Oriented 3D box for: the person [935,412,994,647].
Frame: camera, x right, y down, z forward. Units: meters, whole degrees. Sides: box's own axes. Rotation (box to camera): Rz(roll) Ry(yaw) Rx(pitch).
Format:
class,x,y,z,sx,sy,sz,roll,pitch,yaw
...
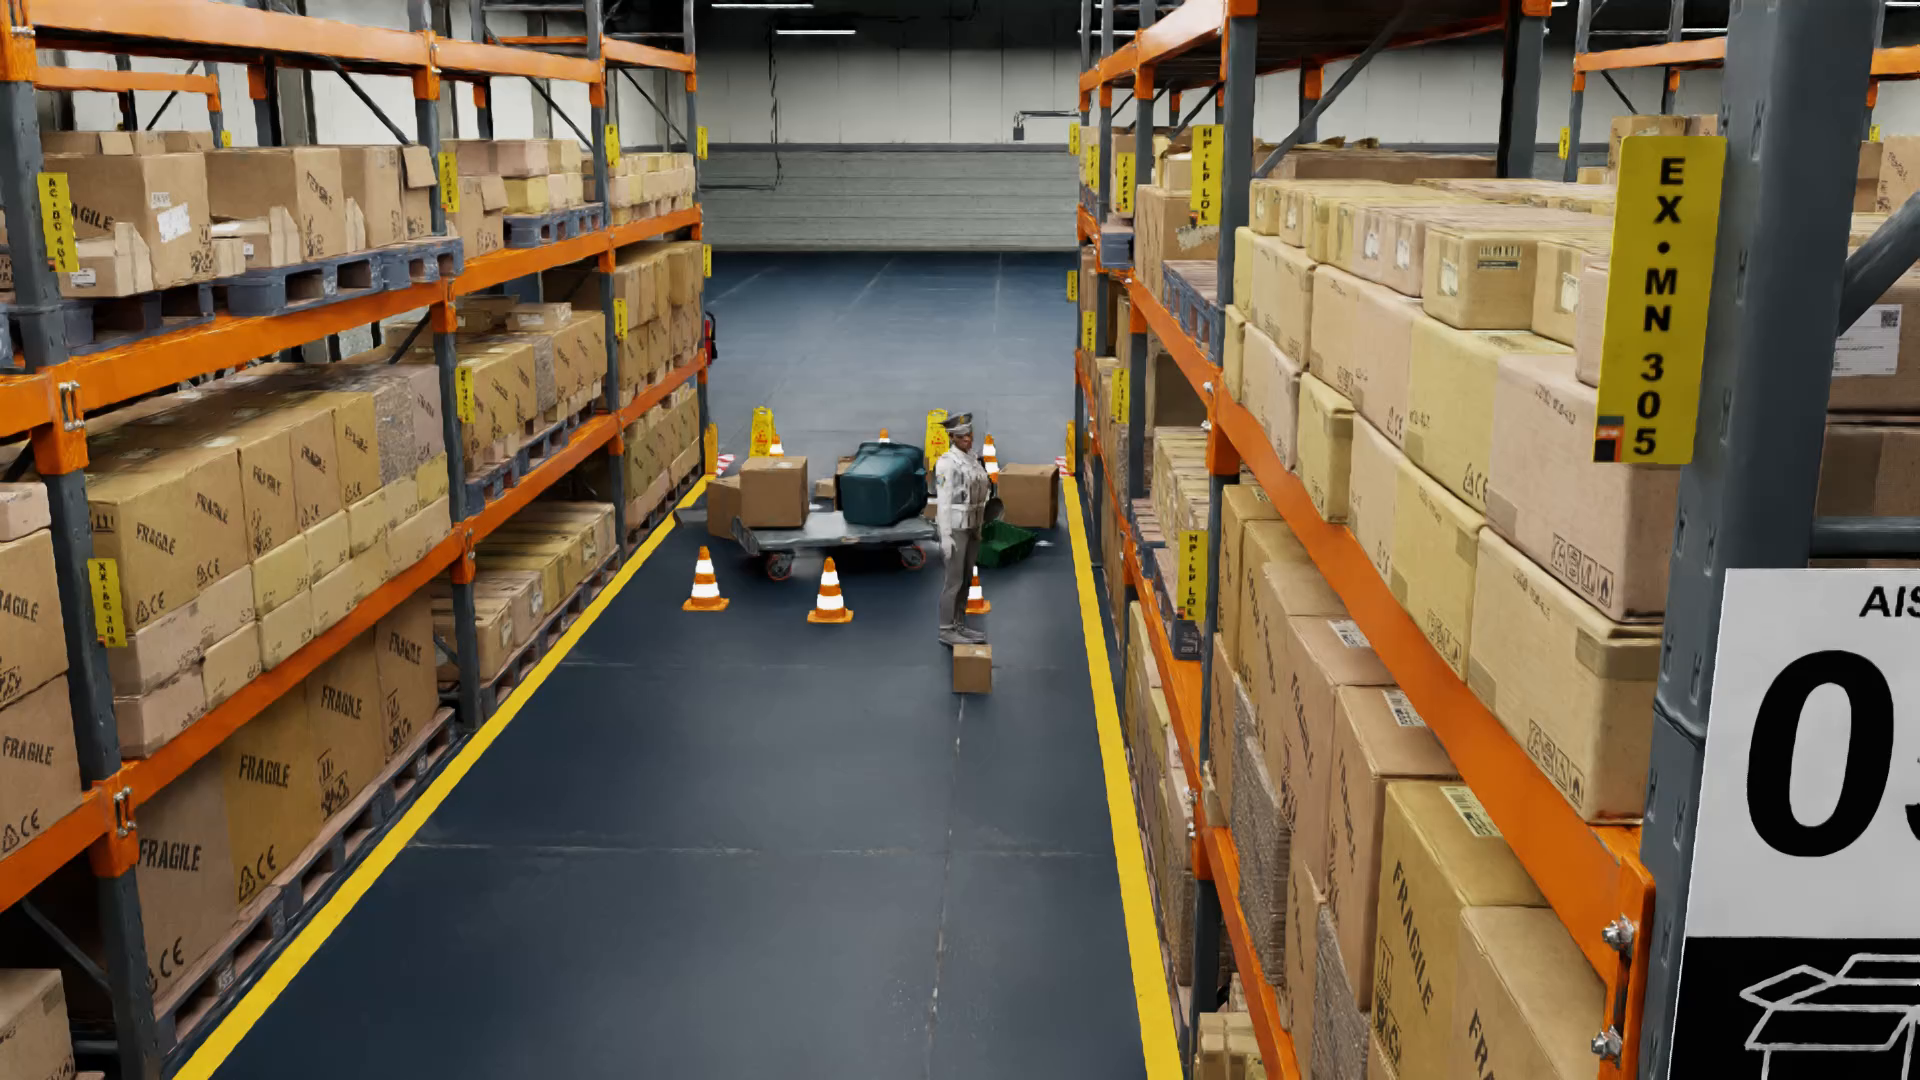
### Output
class,x,y,z,sx,sy,sz,roll,pitch,yaw
person,0.021,-0.073,11.689,0.353,1.682,0.530,8,16,28
